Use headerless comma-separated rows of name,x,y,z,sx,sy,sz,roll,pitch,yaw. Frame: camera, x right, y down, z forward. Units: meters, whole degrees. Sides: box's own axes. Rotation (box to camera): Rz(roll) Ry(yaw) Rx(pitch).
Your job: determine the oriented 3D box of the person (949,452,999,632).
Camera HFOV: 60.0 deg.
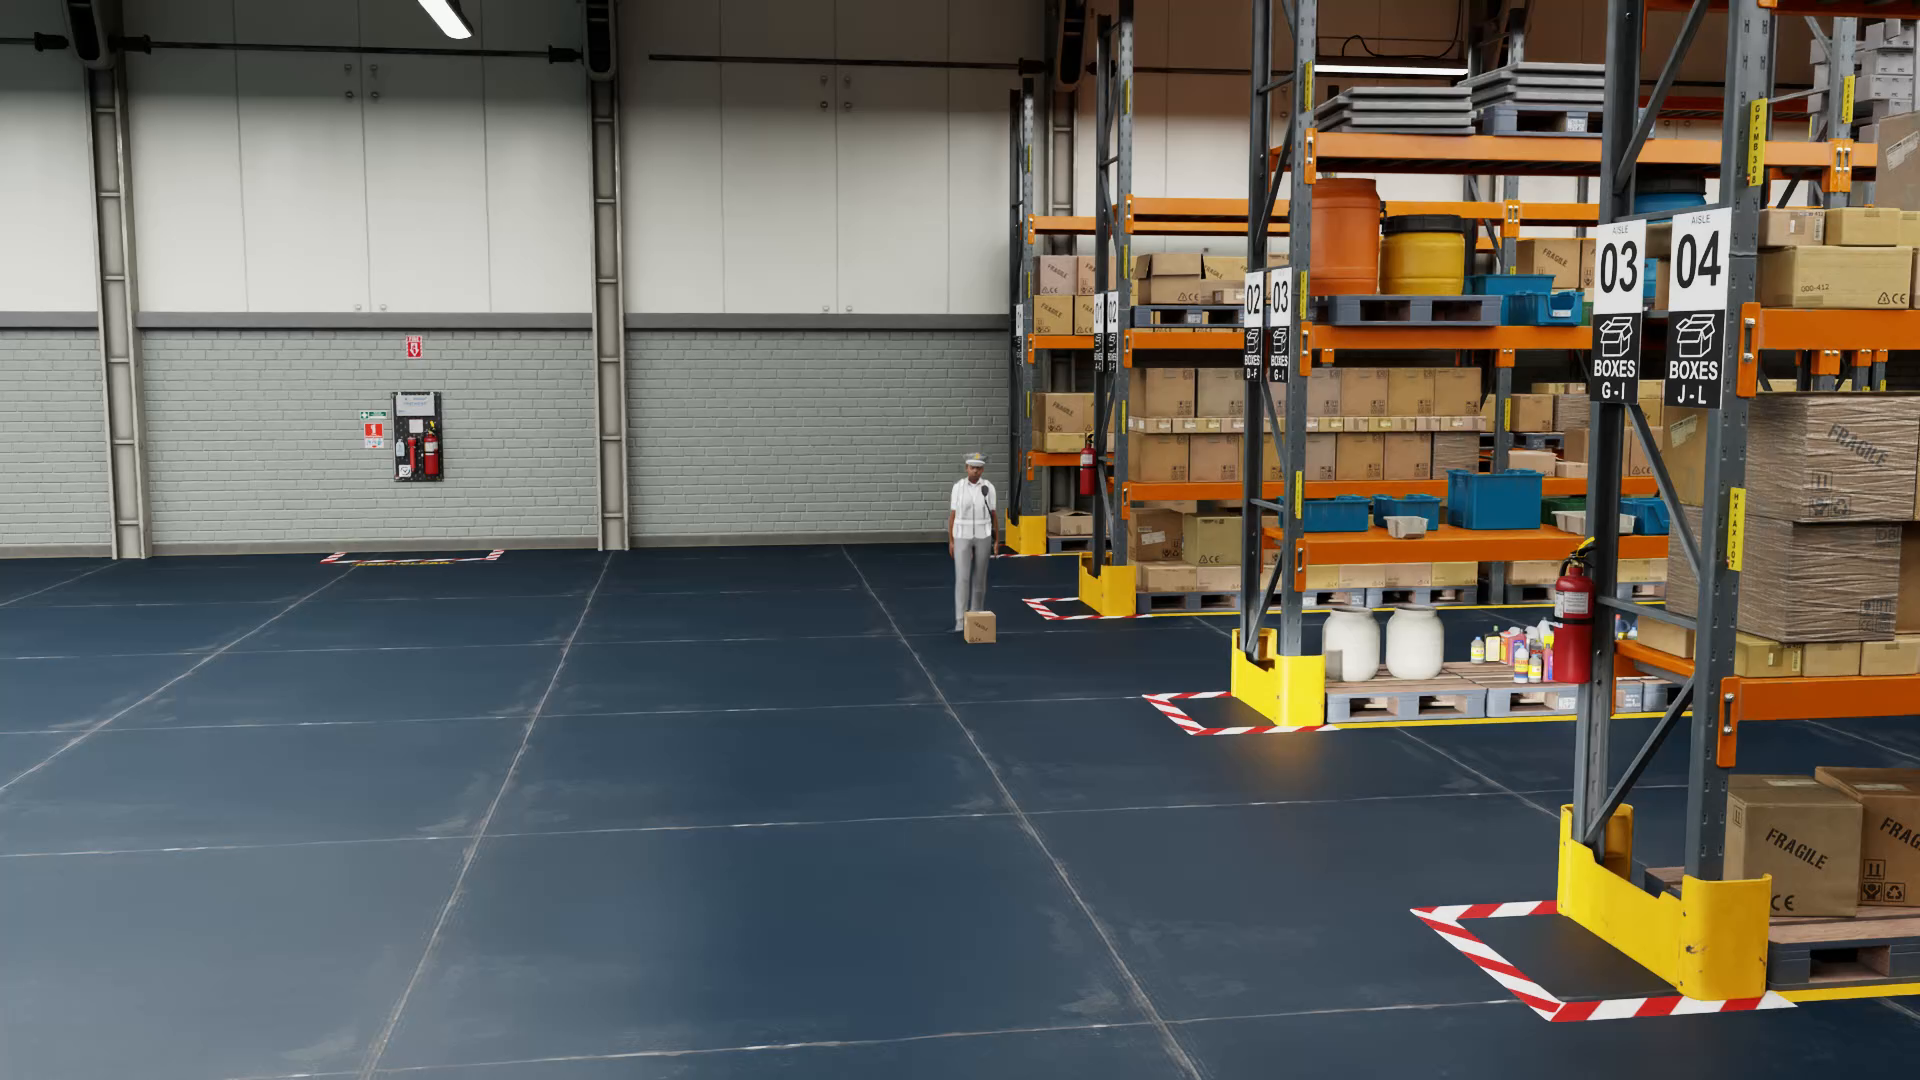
person,0.139,0.016,15.590,0.463,1.673,0.693,0,7,-4
